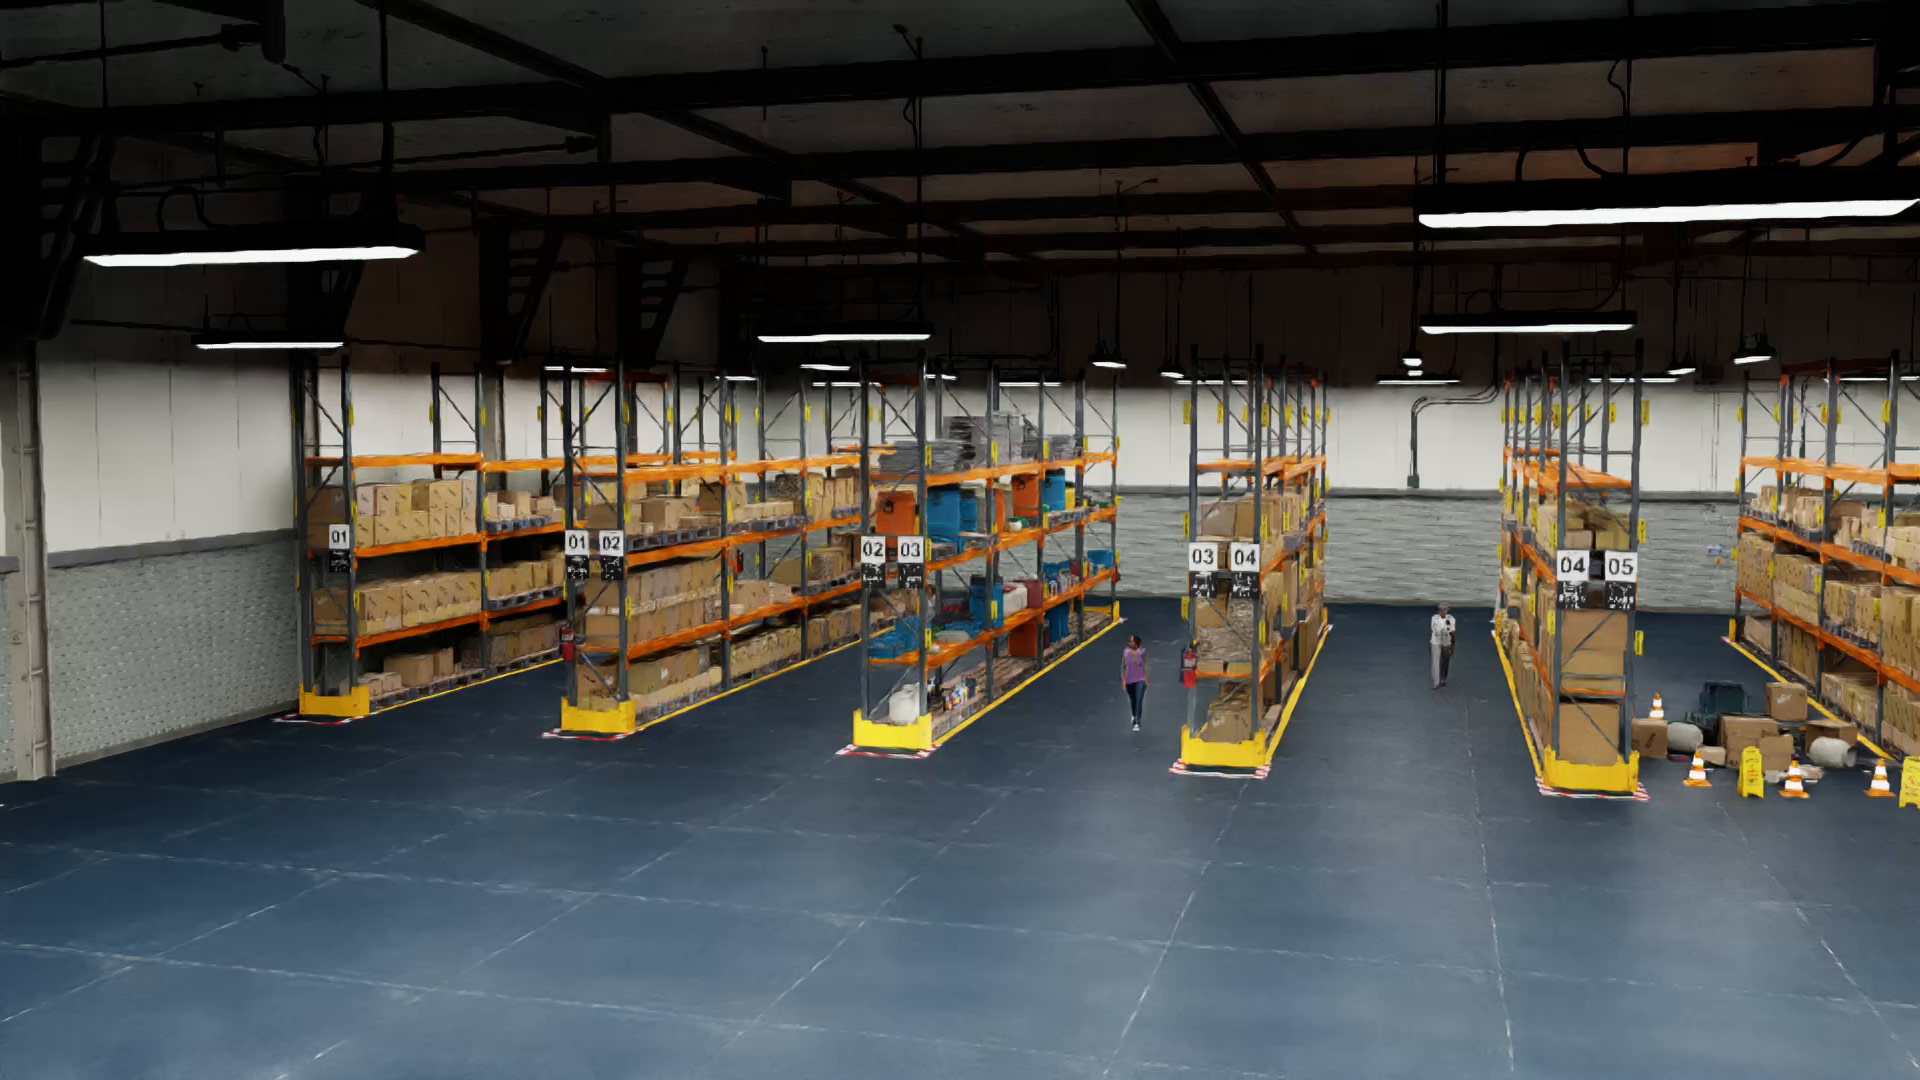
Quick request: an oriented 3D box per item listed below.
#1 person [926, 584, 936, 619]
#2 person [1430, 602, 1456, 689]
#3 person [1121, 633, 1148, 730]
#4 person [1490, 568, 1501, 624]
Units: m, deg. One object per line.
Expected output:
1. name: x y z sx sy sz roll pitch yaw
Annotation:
1. person: -0.586 1.663 34.474 0.566 1.526 0.519 1 4 13
2. person: 8.845 1.907 30.462 0.445 1.590 1.091 1 4 13
3. person: 2.786 2.235 26.619 0.417 1.517 1.037 1 5 18
4. person: 13.120 1.201 39.912 0.482 1.621 0.948 3 6 39
